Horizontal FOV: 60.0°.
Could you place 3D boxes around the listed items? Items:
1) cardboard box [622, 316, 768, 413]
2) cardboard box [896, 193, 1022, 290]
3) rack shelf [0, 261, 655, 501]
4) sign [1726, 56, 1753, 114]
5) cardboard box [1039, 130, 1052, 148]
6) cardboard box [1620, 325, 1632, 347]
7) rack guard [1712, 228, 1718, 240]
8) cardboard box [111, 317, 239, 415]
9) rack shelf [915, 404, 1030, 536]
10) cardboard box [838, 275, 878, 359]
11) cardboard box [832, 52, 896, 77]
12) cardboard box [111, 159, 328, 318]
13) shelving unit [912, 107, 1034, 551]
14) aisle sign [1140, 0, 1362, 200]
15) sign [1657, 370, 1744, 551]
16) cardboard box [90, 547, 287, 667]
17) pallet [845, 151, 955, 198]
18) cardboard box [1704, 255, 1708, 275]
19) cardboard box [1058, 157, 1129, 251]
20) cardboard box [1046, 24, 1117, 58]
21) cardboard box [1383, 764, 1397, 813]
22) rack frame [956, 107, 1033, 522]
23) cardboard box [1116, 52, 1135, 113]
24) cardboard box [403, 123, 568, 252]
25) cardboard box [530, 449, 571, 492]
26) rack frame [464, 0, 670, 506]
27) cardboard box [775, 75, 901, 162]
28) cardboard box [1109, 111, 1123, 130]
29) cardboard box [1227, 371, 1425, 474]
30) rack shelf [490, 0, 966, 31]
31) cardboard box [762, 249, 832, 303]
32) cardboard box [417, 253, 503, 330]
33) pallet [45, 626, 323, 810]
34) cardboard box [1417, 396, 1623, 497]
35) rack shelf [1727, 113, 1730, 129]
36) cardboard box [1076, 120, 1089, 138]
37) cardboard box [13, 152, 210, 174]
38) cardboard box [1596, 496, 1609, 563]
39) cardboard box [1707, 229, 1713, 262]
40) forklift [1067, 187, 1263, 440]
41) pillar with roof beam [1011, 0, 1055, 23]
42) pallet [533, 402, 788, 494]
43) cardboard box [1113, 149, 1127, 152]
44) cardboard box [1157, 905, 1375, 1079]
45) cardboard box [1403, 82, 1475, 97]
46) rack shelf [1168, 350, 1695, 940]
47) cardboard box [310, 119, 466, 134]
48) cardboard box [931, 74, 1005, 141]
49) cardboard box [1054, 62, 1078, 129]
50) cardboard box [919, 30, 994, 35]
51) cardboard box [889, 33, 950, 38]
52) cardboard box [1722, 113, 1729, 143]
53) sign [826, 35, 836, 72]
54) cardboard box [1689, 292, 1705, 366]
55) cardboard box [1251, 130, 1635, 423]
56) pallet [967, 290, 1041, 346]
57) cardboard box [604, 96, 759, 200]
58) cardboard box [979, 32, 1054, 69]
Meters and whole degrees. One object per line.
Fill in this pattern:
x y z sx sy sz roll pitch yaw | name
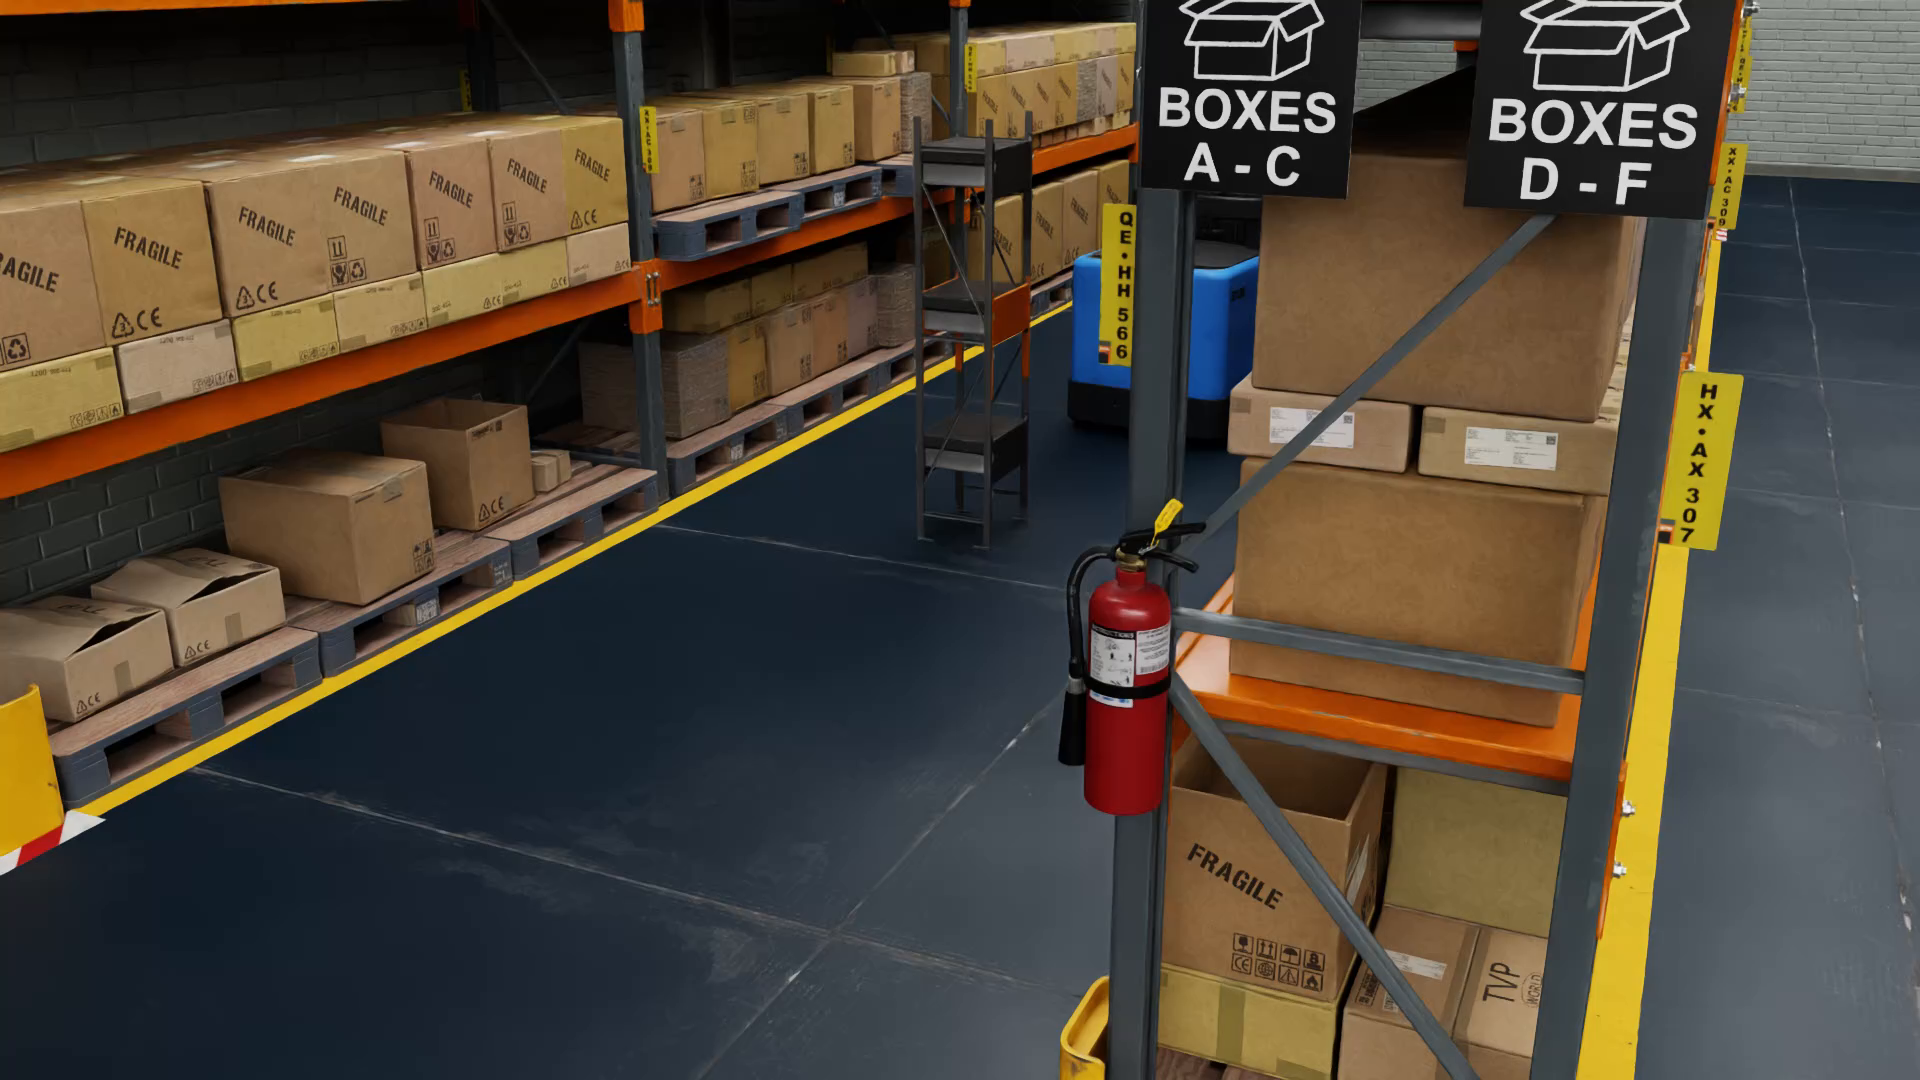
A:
-1.610 -1.097 10.150 0.700 0.500 0.500 8 21 22 | cardboard box
-0.004 -2.290 13.012 0.750 0.750 0.750 8 21 22 | cardboard box
-2.881 -0.725 7.104 1.077 0.370 4.000 9 21 23 | rack shelf
4.604 -2.690 9.827 0.100 0.325 0.005 9 21 23 | sign
0.540 -3.328 13.696 0.380 0.149 0.250 9 21 23 | cardboard box
1.492 -0.451 4.143 0.380 0.149 0.250 8 21 22 | cardboard box
7.341 -3.464 17.463 1.175 0.500 0.348 9 21 23 | rack guard
-3.011 -0.657 6.035 0.500 0.250 0.500 8 21 21 | cardboard box
0.068 -0.368 8.498 0.431 0.518 0.480 9 21 23 | rack shelf
-0.989 -1.559 11.449 0.700 0.500 0.500 9 21 23 | cardboard box
-0.657 -3.248 11.351 0.380 0.149 0.250 5 20 14 | cardboard box
-2.802 -1.156 6.317 0.500 0.500 0.500 8 21 21 | cardboard box
0.068 -1.040 8.259 0.431 2.100 0.503 9 21 23 | shelving unit
0.526 -1.019 2.977 0.394 0.787 0.004 9 21 23 | aisle sign
1.324 -0.141 2.978 0.100 0.325 0.005 9 21 23 | sign
-3.102 0.234 6.691 0.500 0.311 0.500 11 22 27 | cardboard box
-0.619 -2.575 11.519 1.213 0.211 1.003 9 21 23 | pallet
5.172 -1.822 12.191 0.500 0.500 0.500 8 21 21 | cardboard box
1.066 -3.089 15.260 0.750 0.750 0.750 9 21 23 | cardboard box
1.037 -4.338 14.447 0.500 0.250 0.500 9 21 24 | cardboard box
1.165 0.458 5.062 0.500 0.500 0.500 9 21 23 | cardboard box
0.168 -1.114 8.469 0.400 2.100 0.015 9 21 23 | rack frame
1.254 -4.142 15.015 0.500 0.500 0.500 8 21 22 | cardboard box
-2.173 -1.627 7.642 0.500 0.500 0.500 8 21 22 | cardboard box
-2.254 -0.380 8.632 0.380 0.166 0.250 6 20 16 | cardboard box
-2.062 -1.675 8.702 1.000 3.000 0.127 9 21 23 | rack frame
-0.812 -2.833 11.151 0.700 0.500 0.500 6 21 18 | cardboard box
1.252 -3.789 14.992 0.380 0.149 0.250 9 21 24 | cardboard box
0.803 -0.269 3.633 0.380 0.149 0.250 8 21 22 | cardboard box
-1.243 -3.361 10.039 1.077 0.370 4.000 9 21 23 | rack shelf
-1.168 -1.730 10.811 0.500 0.250 0.500 8 21 22 | cardboard box
-2.383 -1.120 7.337 0.500 0.250 0.500 8 21 22 | cardboard box
-3.304 0.595 6.481 1.003 0.211 1.213 9 21 23 | pallet
1.178 -0.217 3.485 0.380 0.149 0.250 8 21 22 | cardboard box
6.553 -3.715 15.511 1.077 0.370 4.000 9 21 23 | rack shelf
0.889 -3.562 14.352 0.380 0.149 0.250 9 21 23 | cardboard box
-3.278 -1.229 6.522 0.500 0.500 0.500 8 21 21 | cardboard box
1.443 -0.274 4.613 0.700 0.500 0.500 9 21 23 | cardboard box
5.794 -2.281 13.481 0.500 0.500 0.500 8 21 22 | cardboard box
1.863 -2.425 10.913 1.130 2.935 3.031 11 23 29 | forklift
4.639 -6.689 13.848 9.100 9.000 0.400 9 21 23 | pillar with roof beam
-1.745 -0.599 9.839 1.003 0.211 1.213 9 21 23 | pallet
1.798 -3.963 17.271 0.380 0.149 0.250 9 21 23 | cardboard box
0.770 1.119 4.321 0.500 0.250 0.500 9 21 23 | cardboard box
1.666 -1.058 4.882 0.700 0.500 0.500 9 21 23 | cardboard box
1.639 -0.046 5.196 1.077 0.370 4.000 9 21 23 | rack shelf
-2.661 -1.695 7.832 0.500 0.500 0.500 8 21 22 | cardboard box
0.008 -3.208 12.389 0.500 0.500 0.500 9 22 24 | cardboard box
0.641 -3.679 13.713 0.500 0.500 0.500 9 22 24 | cardboard box
-0.047 -3.936 13.318 0.500 0.250 0.500 8 21 21 | cardboard box
-0.260 -3.780 12.879 0.500 0.250 0.500 8 21 21 | cardboard box
6.192 -3.608 13.987 0.500 0.500 0.500 9 22 24 | cardboard box
-0.932 -3.519 12.158 0.100 0.325 0.005 9 21 23 | sign
4.543 -1.349 10.859 0.500 0.500 0.500 10 22 25 | cardboard box
1.045 -0.589 3.564 0.700 0.500 0.500 9 21 23 | cardboard box
-0.033 -1.815 13.256 1.003 0.211 1.213 9 21 23 | pallet
-1.588 -2.250 9.514 0.700 0.500 0.500 11 22 28 | cardboard box
0.417 -3.869 13.129 0.500 0.250 0.500 9 21 23 | cardboard box
